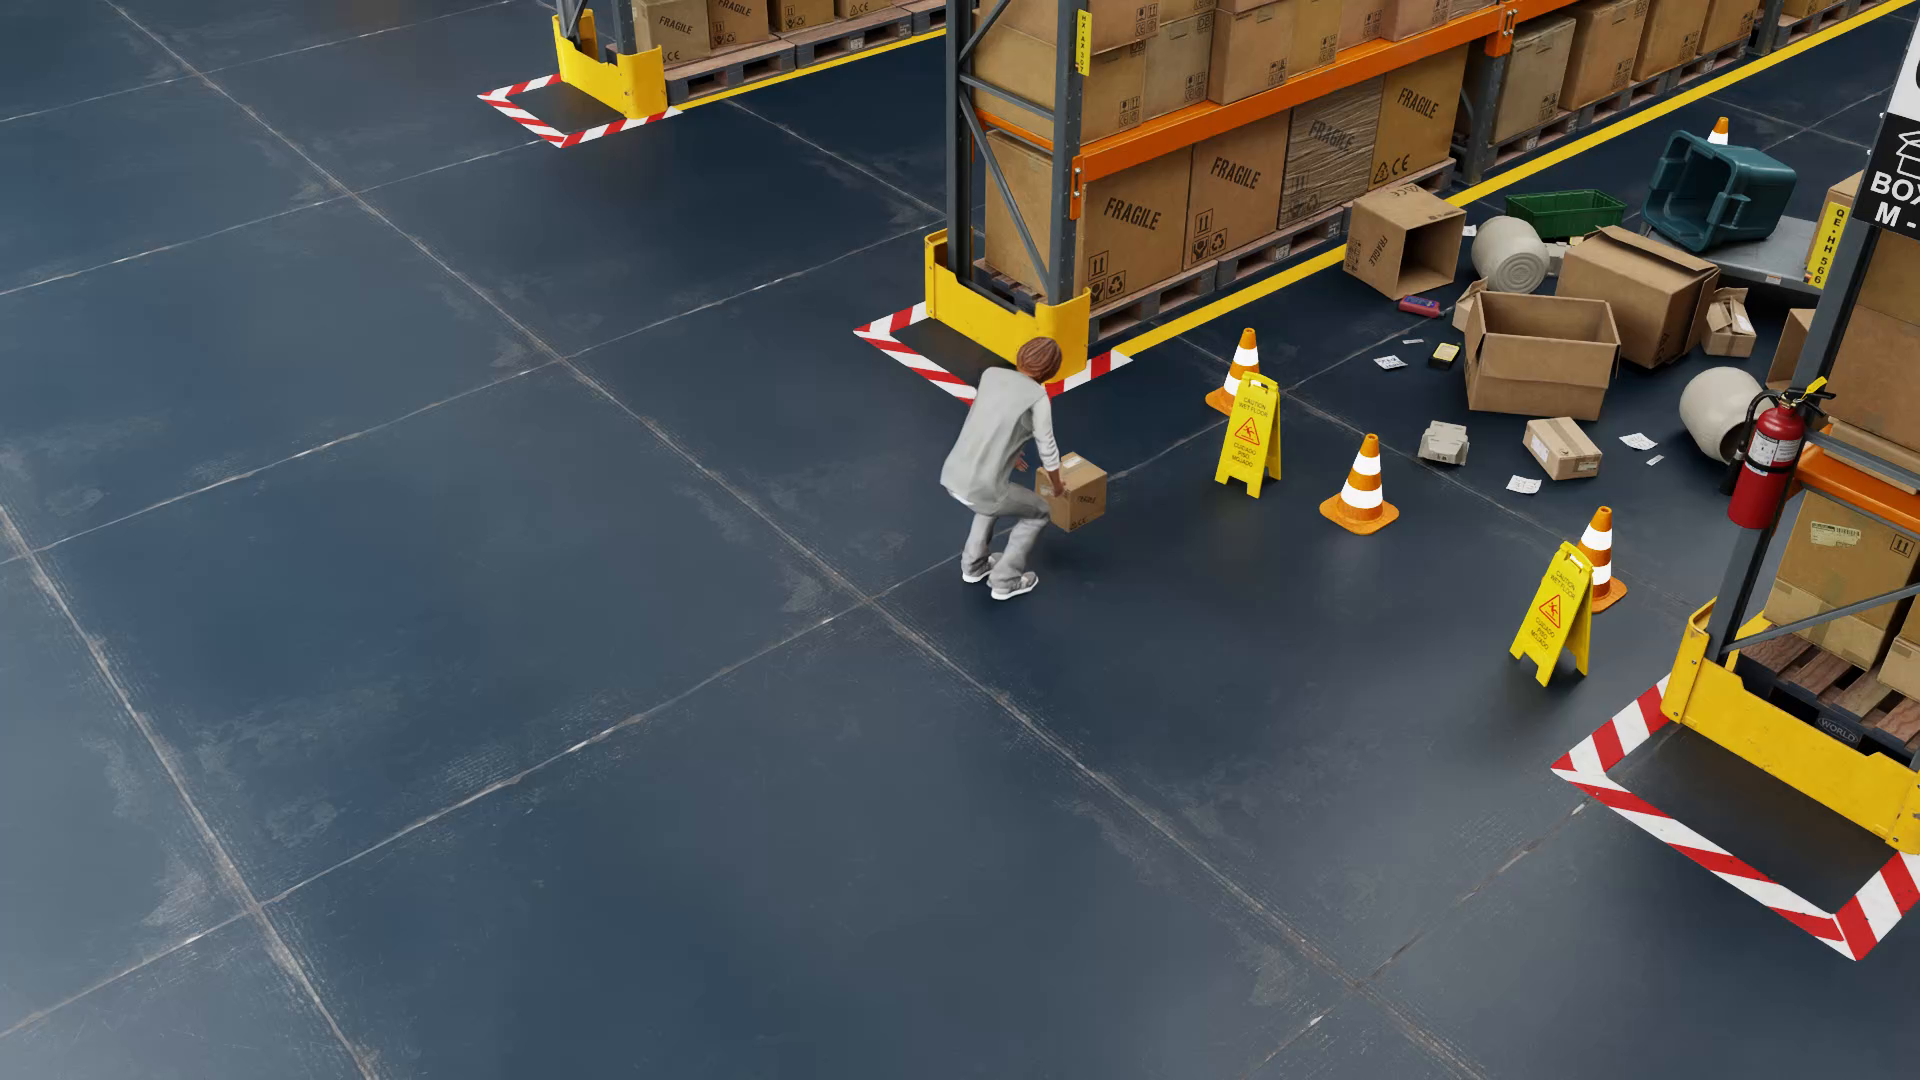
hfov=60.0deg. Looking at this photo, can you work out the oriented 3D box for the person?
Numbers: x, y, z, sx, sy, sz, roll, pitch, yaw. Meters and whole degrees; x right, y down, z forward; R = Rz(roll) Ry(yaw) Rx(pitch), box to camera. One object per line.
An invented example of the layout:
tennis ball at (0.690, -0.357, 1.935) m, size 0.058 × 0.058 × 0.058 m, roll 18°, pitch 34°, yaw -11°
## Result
person at (0.197, -0.320, 7.831) m, size 0.685 × 1.230 × 0.463 m, roll -26°, pitch 44°, yaw -31°
